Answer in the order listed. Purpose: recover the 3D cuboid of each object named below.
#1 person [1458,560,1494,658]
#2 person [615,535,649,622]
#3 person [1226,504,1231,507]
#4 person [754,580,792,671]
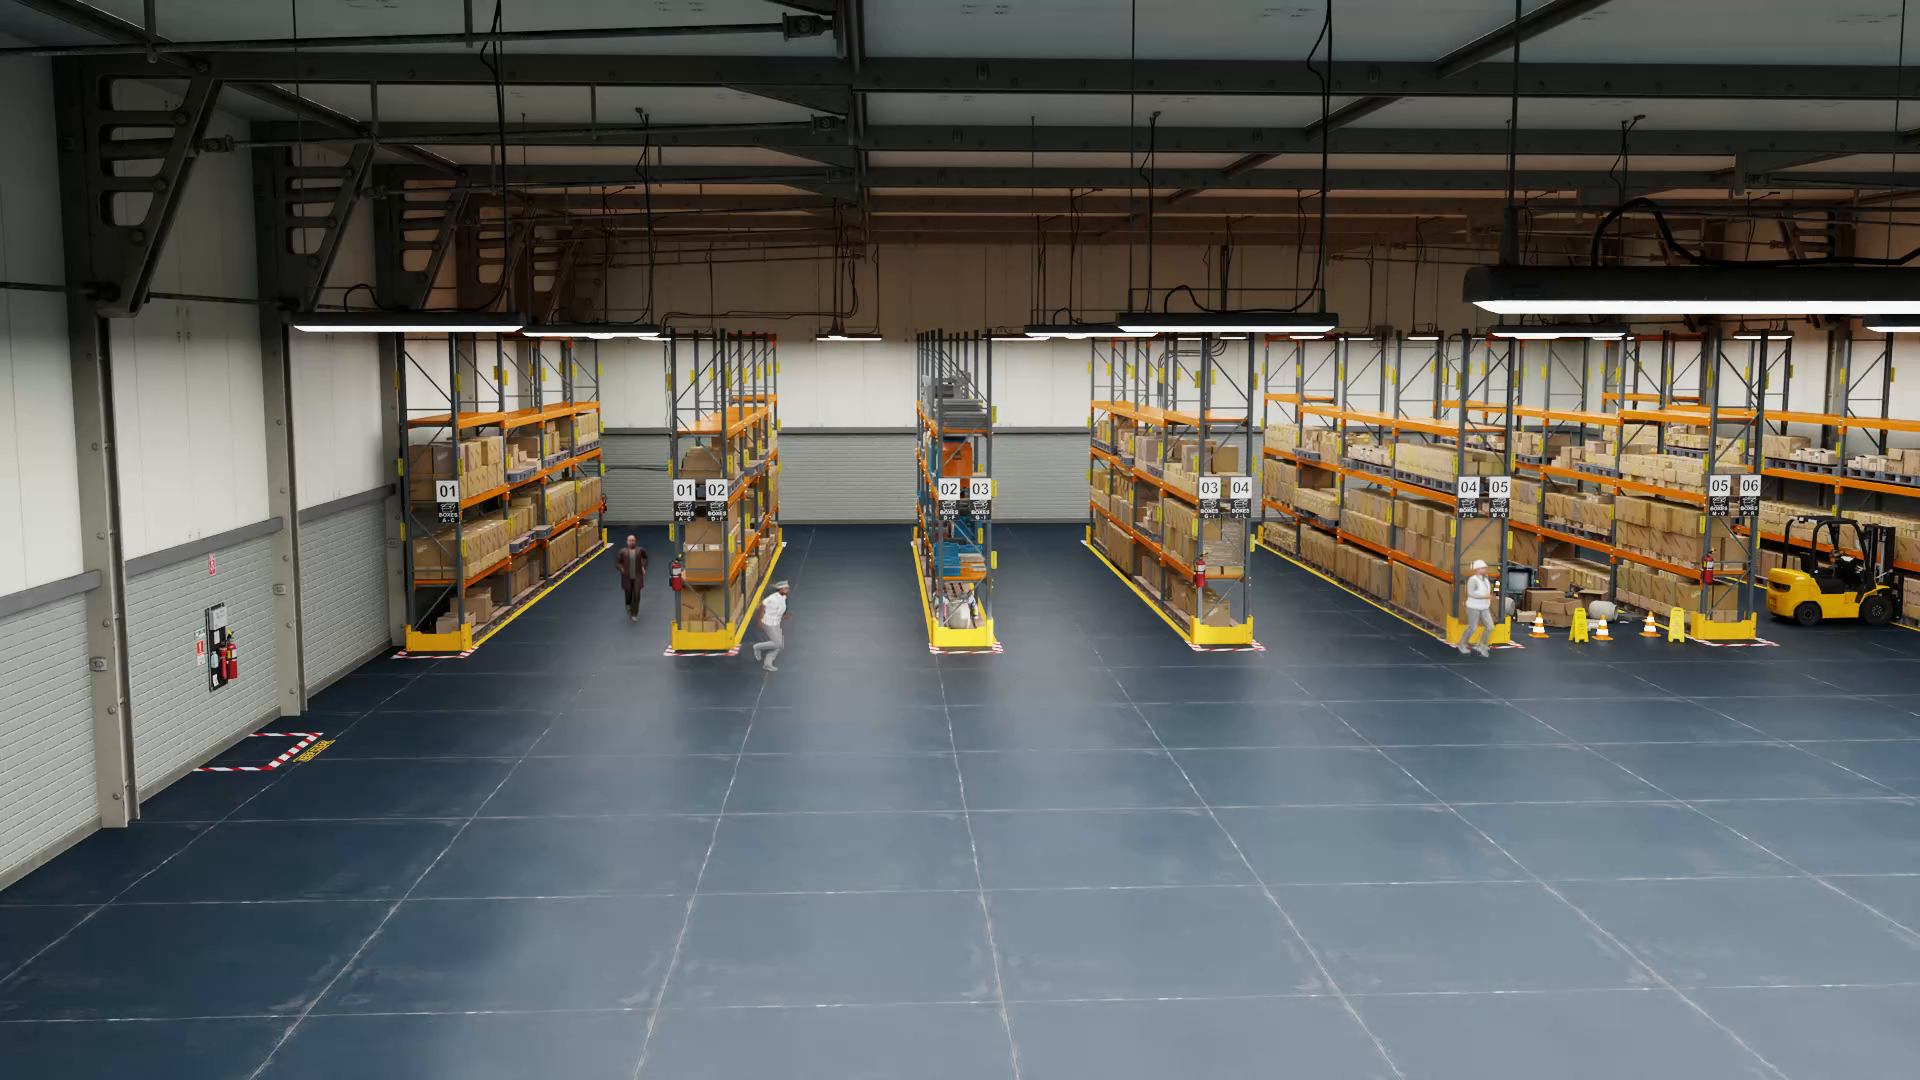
[{"bbox_3d":[9.508,1.280,30.468,0.677,1.850,0.744,-5,8,-34],"label":"person"},{"bbox_3d":[-6.809,0.884,34.583,0.709,1.554,0.945,-2,7,-15],"label":"person"},{"bbox_3d":[7.452,-0.627,46.500,0.686,1.805,0.920,0,7,1],"label":"person"},{"bbox_3d":[-3.292,1.502,29.269,0.694,1.613,0.563,2,7,14],"label":"person"}]
